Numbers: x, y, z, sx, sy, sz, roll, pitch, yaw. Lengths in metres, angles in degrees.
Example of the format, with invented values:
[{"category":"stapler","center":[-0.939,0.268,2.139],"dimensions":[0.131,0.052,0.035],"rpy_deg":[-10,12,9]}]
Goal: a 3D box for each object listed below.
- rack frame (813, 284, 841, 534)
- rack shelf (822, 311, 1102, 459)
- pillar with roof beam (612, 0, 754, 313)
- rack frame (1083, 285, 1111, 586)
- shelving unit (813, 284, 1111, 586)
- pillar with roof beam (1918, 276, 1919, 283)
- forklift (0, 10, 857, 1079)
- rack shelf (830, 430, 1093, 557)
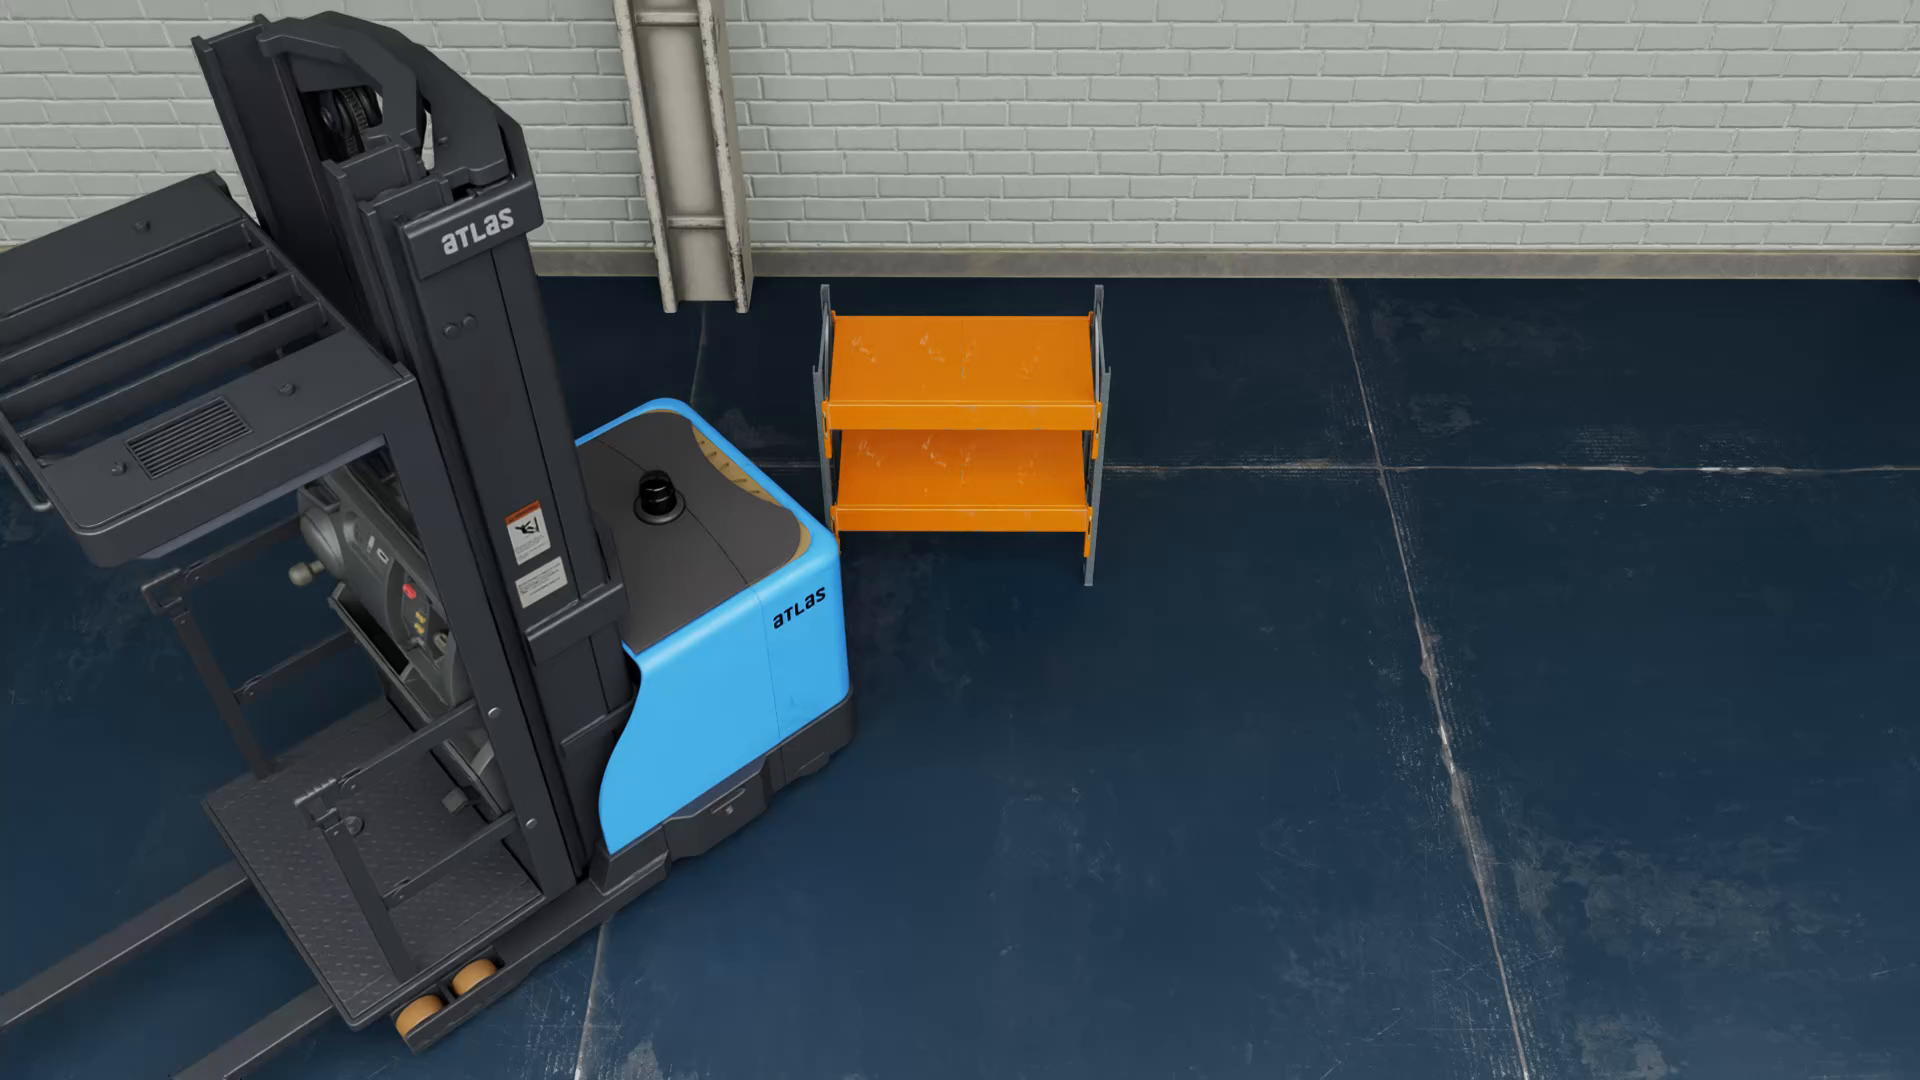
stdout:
[{"category":"rack frame","center":[-0.502,-0.385,6.420],"dimensions":[0.032,1.125,0.500],"rpy_deg":[0,47,0]},{"category":"rack shelf","center":[0.007,-0.583,6.205],"dimensions":[1.000,0.278,0.538],"rpy_deg":[0,47,0]},{"category":"pillar with roof beam","center":[-1.211,-1.099,1.706],"dimensions":[0.400,9.000,9.100],"rpy_deg":[0,47,0]},{"category":"rack frame","center":[0.515,-0.382,6.418],"dimensions":[0.032,1.125,0.500],"rpy_deg":[0,47,0]},{"category":"shelving unit","center":[0.007,-0.383,6.419],"dimensions":[1.048,1.125,0.538],"rpy_deg":[0,47,0]},{"category":"pillar with roof beam","center":[4.789,-1.082,1.690],"dimensions":[0.400,9.000,9.100],"rpy_deg":[0,47,0]},{"category":"forklift","center":[-1.821,0.181,4.660],"dimensions":[3.031,2.935,1.130],"rpy_deg":[-33,55,-27]},{"category":"rack shelf","center":[0.007,-0.217,6.598],"dimensions":[1.000,0.278,0.538],"rpy_deg":[0,47,0]}]
